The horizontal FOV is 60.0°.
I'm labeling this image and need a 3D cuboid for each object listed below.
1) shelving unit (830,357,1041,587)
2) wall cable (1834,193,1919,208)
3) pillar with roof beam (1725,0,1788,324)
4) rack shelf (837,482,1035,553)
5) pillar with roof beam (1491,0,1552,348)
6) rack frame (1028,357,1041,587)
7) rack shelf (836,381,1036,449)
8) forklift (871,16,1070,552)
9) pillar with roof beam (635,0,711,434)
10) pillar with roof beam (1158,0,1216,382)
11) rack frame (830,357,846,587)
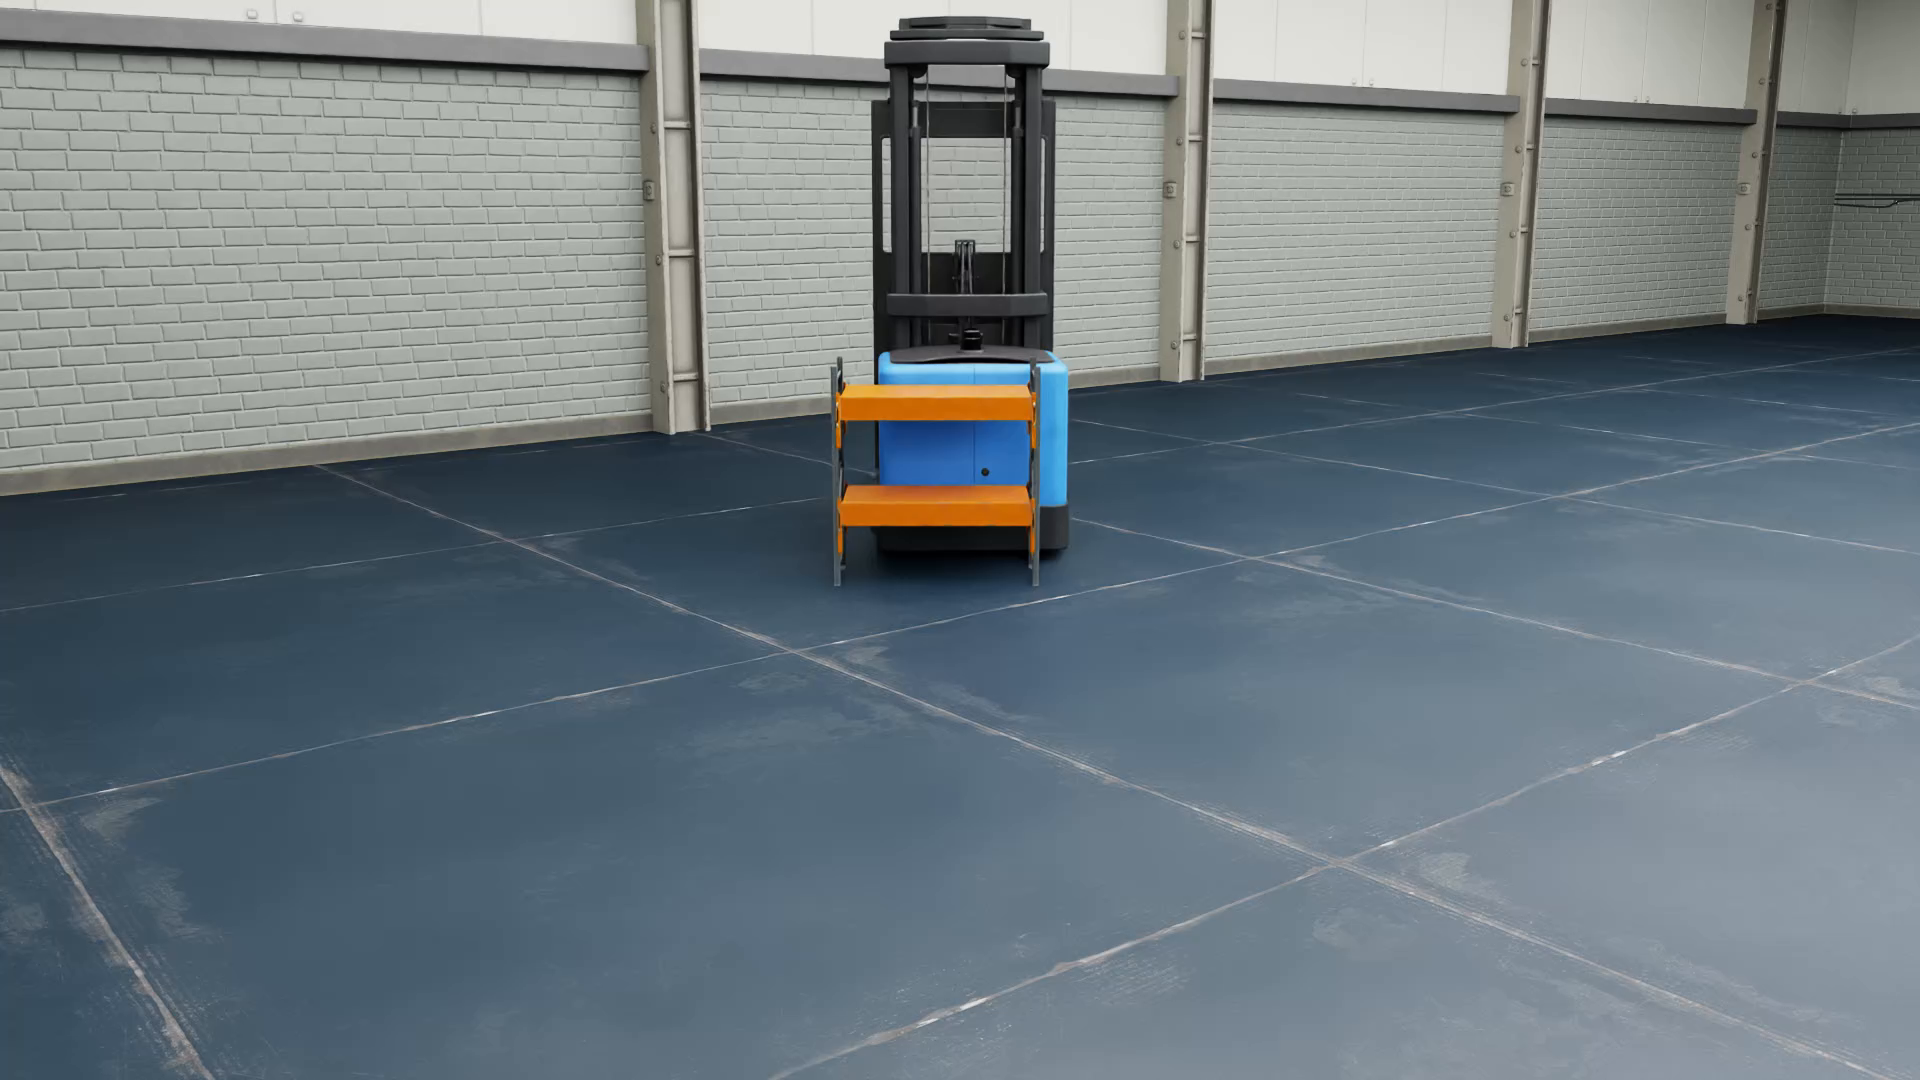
[{"bbox_3d":[-0.122,-0.362,8.628,1.048,1.125,0.538,0,12,0],"label":"shelving unit"},{"bbox_3d":[14.842,-6.308,25.148,0.112,2.526,3.097,-9,15,-38],"label":"wall cable"},{"bbox_3d":[14.405,-6.961,20.747,0.400,9.000,9.100,-9,15,-38],"label":"pillar with roof beam"},{"bbox_3d":[-0.122,-0.123,8.678,1.000,0.278,0.538,0,12,0],"label":"rack shelf"},{"bbox_3d":[9.719,-6.183,17.080,0.400,9.000,9.100,-9,15,-38],"label":"pillar with roof beam"},{"bbox_3d":[0.387,-0.363,8.631,0.032,1.125,0.500,0,12,0],"label":"rack frame"},{"bbox_3d":[-0.122,-0.649,8.567,1.000,0.278,0.538,0,12,0],"label":"rack shelf"},{"bbox_3d":[0.008,-1.622,10.211,1.130,2.935,3.031,-1,12,-3],"label":"forklift"},{"bbox_3d":[0.349,-4.626,9.747,0.400,9.000,9.100,-9,15,-38],"label":"pillar with roof beam"},{"bbox_3d":[5.034,-5.404,13.414,0.400,9.000,9.100,-9,15,-38],"label":"pillar with roof beam"},{"bbox_3d":[-0.630,-0.362,8.624,0.032,1.125,0.500,0,12,0],"label":"rack frame"}]
